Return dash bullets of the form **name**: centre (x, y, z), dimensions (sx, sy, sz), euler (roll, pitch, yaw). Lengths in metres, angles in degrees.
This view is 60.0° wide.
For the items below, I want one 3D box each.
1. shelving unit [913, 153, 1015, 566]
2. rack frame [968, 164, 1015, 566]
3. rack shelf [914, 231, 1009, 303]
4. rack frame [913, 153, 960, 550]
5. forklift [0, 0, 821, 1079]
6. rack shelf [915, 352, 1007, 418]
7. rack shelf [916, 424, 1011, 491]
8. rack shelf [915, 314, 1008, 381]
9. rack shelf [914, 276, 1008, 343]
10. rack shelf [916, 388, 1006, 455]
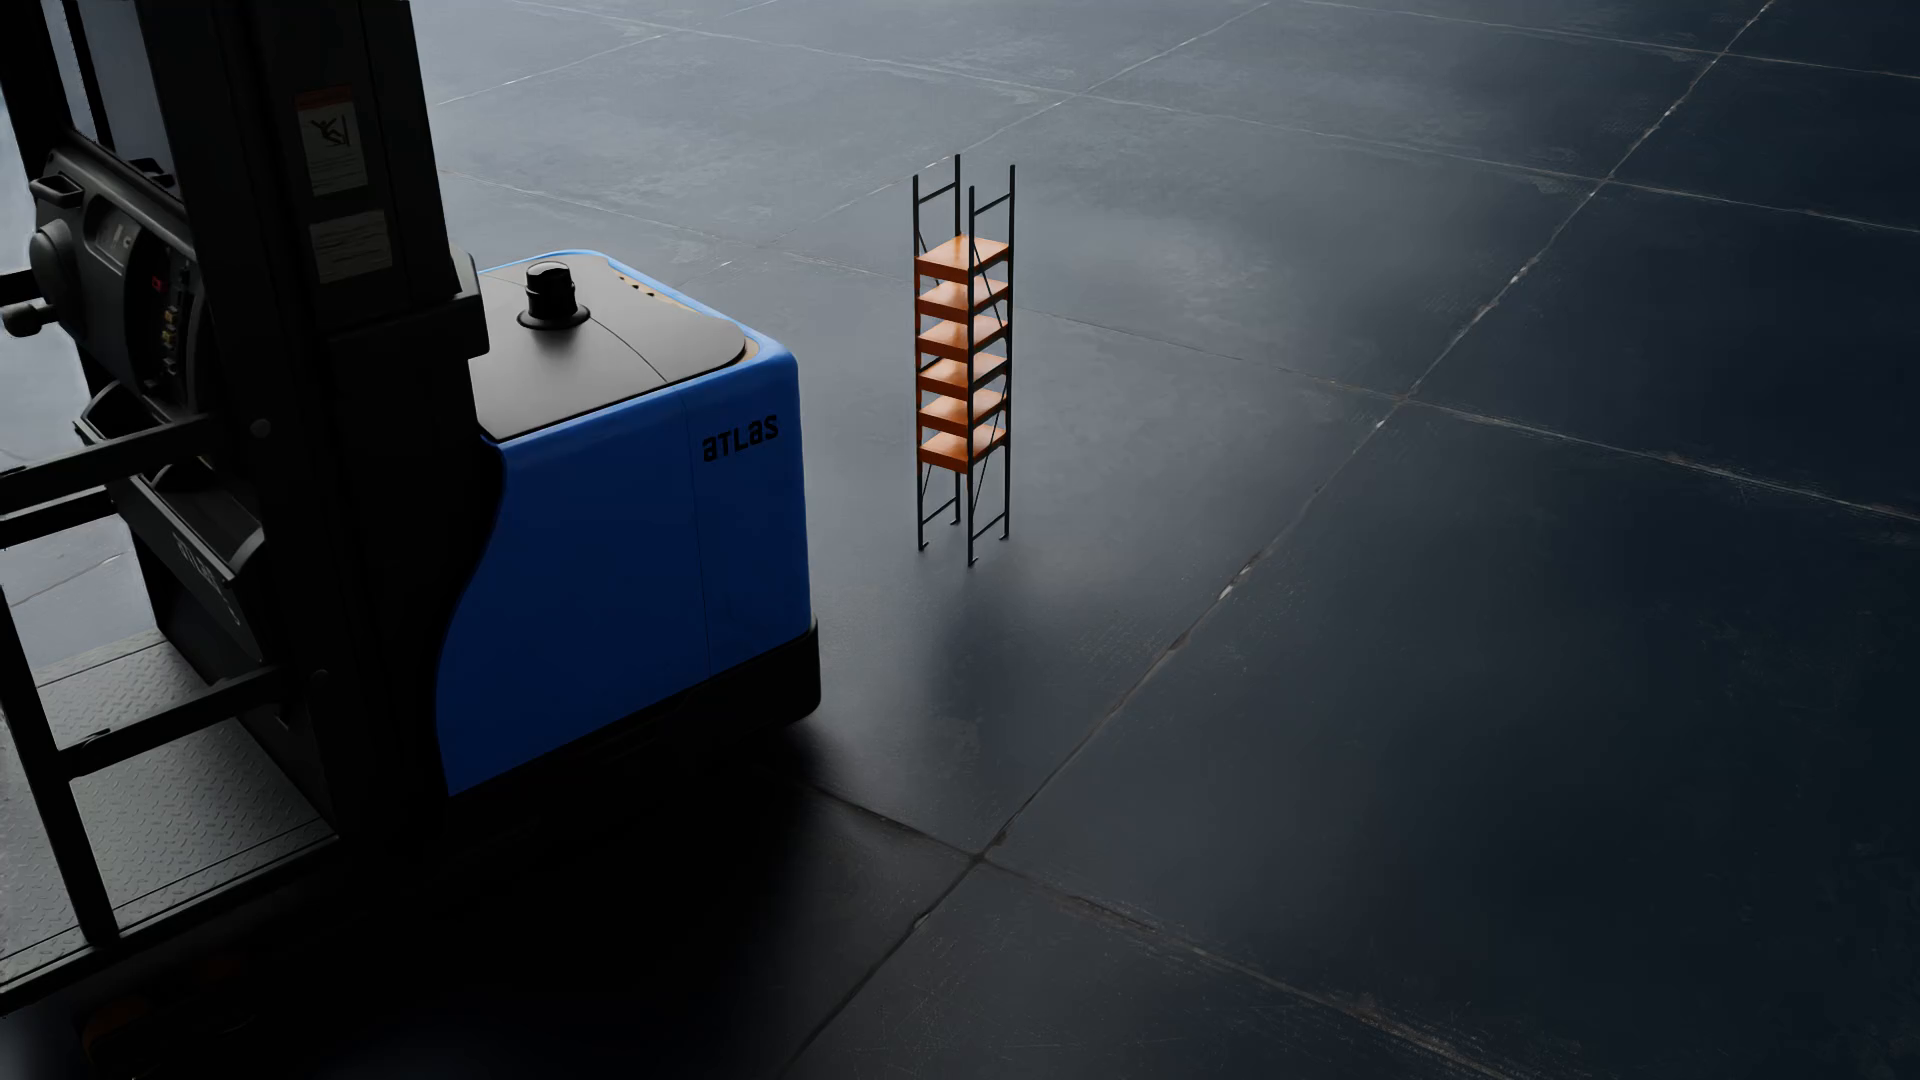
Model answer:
- **shelving unit**: centre (0.012, -0.514, 4.941), dimensions (0.189, 1.200, 0.258), euler (18, 35, 27)
- **rack frame**: centre (0.090, -0.490, 4.899), dimensions (0.006, 1.200, 0.240), euler (18, 35, 27)
- **rack shelf**: centre (0.012, -0.787, 4.782), dimensions (0.180, 0.103, 0.258), euler (18, 35, 27)
- **rack frame**: centre (-0.065, -0.539, 4.983), dimensions (0.006, 1.200, 0.240), euler (18, 35, 27)
- **forklift**: centre (-1.802, -0.470, 3.146), dimensions (3.031, 2.935, 1.130), euler (-24, 38, -35)
- **rack shelf**: centre (0.012, -0.476, 4.963), dimensions (0.180, 0.103, 0.258), euler (18, 35, 27)
- **rack shelf**: centre (0.012, -0.269, 5.084), dimensions (0.180, 0.103, 0.258), euler (18, 35, 27)
- **rack shelf**: centre (0.012, -0.580, 4.903), dimensions (0.180, 0.103, 0.258), euler (18, 35, 27)
- **rack shelf**: centre (0.012, -0.683, 4.842), dimensions (0.180, 0.103, 0.258), euler (18, 35, 27)
- **rack shelf**: centre (0.012, -0.372, 5.024), dimensions (0.180, 0.103, 0.258), euler (18, 35, 27)
